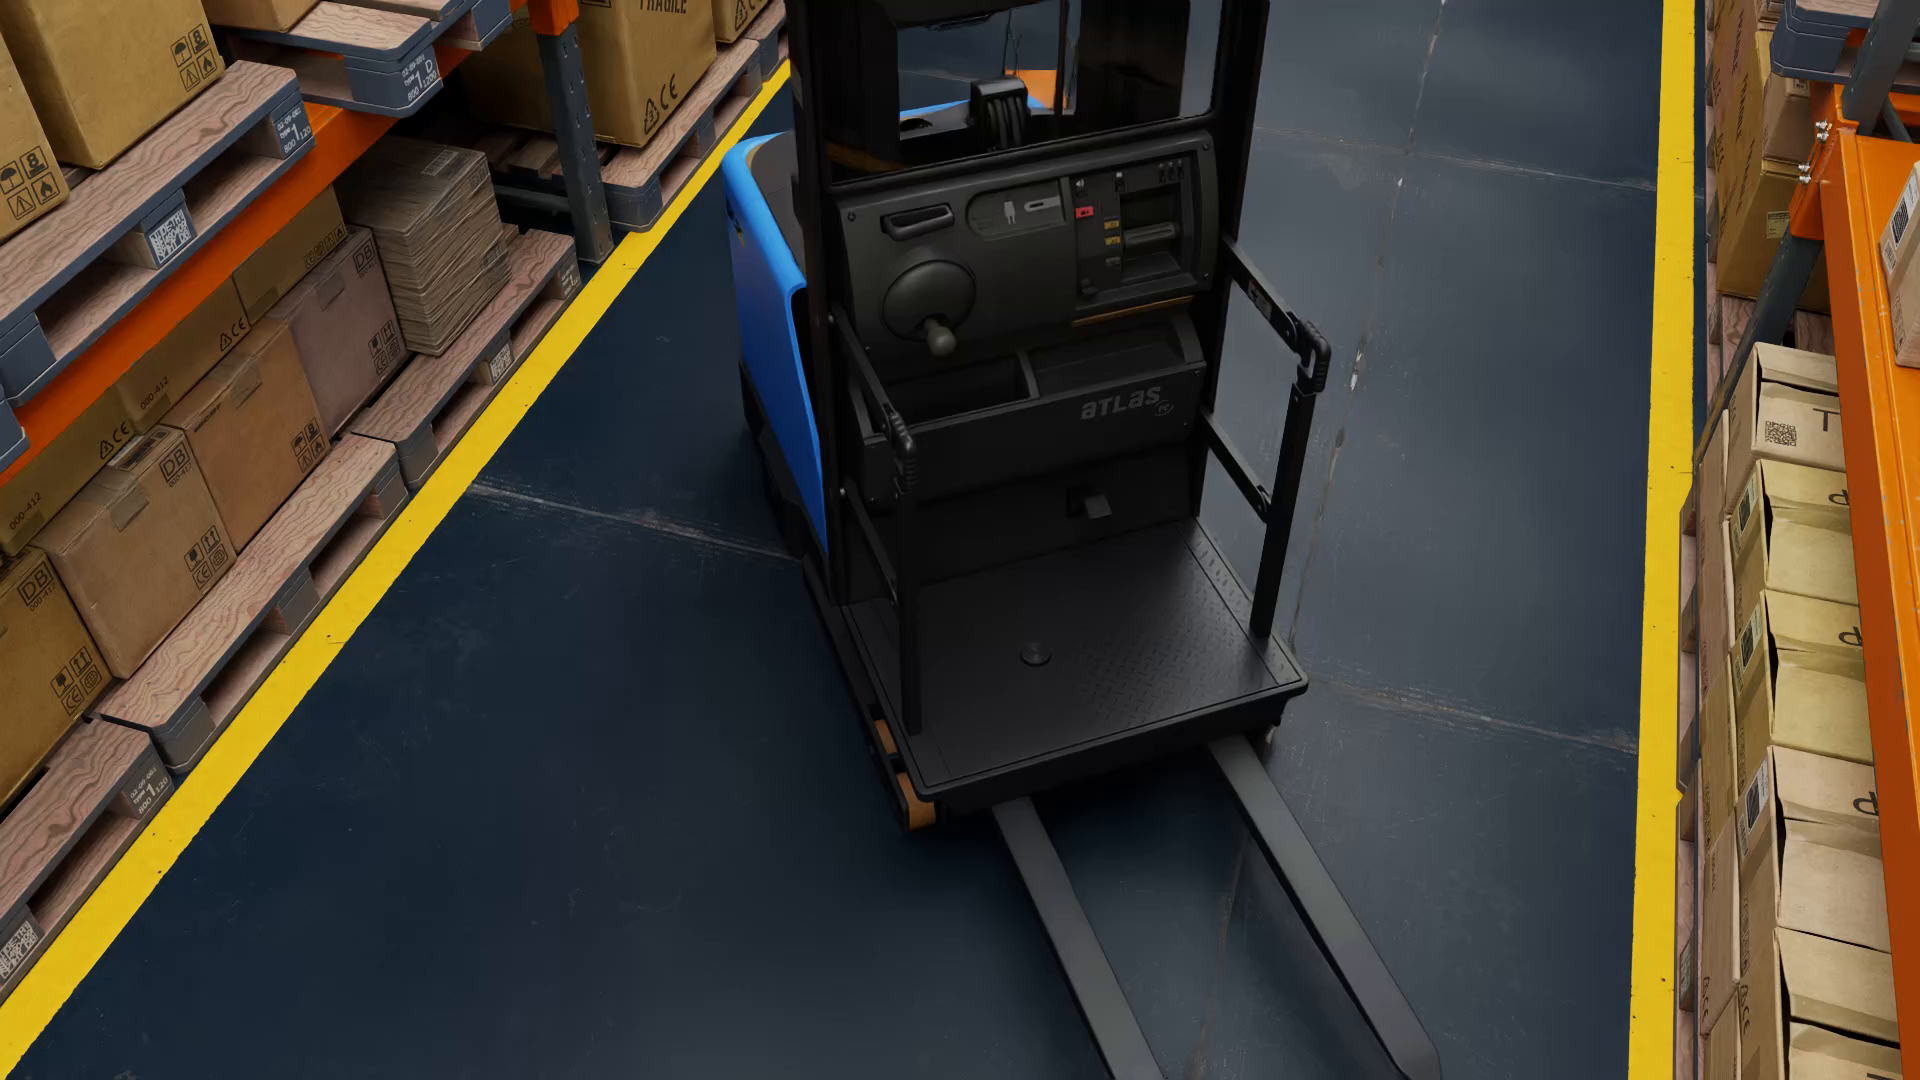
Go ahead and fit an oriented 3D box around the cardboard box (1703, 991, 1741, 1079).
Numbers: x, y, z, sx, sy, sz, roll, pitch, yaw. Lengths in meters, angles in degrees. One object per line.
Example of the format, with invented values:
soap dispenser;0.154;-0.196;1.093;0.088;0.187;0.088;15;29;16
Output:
cardboard box;1.847;1.273;3.470;0.500;0.250;0.500;13;46;13

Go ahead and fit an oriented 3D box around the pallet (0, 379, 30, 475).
pallet;-2.664;0.000;3.243;1.003;0.211;1.213;13;46;13

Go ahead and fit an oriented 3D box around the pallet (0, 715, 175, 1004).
pallet;-2.799;0.887;4.192;1.003;0.211;1.213;13;46;13

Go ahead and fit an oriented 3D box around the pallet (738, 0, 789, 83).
pallet;-1.141;-2.580;7.735;1.003;0.211;1.213;13;46;13

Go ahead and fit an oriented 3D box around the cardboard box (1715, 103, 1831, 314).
cardboard box;2.959;-1.147;5.750;0.500;0.500;0.500;14;46;14

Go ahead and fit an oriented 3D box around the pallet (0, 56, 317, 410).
pallet;-2.383;-0.860;4.121;1.003;0.211;1.213;13;46;13

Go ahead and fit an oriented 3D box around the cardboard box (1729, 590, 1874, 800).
cardboard box;2.154;0.401;3.960;0.500;0.311;0.500;11;46;11

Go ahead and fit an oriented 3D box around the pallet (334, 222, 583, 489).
pallet;-2.060;-0.739;5.854;1.003;0.211;1.213;13;46;13

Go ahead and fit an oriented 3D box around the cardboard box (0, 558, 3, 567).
cardboard box;-2.697;0.090;3.950;0.500;0.250;0.500;12;46;12

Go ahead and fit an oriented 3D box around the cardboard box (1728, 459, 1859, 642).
cardboard box;2.310;0.061;4.307;0.500;0.311;0.500;11;46;12

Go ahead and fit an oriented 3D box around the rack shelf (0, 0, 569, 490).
rack shelf;-2.428;-0.666;4.300;1.077;0.370;4.000;13;46;13

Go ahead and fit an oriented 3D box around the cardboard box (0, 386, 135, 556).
cardboard box;-2.543;-0.258;4.306;0.500;0.250;0.500;11;46;11

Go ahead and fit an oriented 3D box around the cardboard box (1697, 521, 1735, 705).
cardboard box;2.310;0.245;4.521;0.500;0.250;0.500;11;46;11

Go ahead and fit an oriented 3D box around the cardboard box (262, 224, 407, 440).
cardboard box;-2.258;-0.711;5.304;0.700;0.500;0.500;12;46;12

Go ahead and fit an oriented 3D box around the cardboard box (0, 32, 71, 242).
cardboard box;-2.501;-0.932;3.671;0.700;0.500;0.500;19;47;18

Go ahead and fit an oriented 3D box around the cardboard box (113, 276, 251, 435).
cardboard box;-2.374;-0.587;4.641;0.500;0.250;0.500;12;46;12

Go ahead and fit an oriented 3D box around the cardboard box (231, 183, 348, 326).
cardboard box;-2.223;-0.931;4.993;0.500;0.250;0.500;13;46;13

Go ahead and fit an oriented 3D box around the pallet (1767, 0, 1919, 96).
pallet;3.038;-1.608;4.886;1.213;0.211;1.003;13;46;13

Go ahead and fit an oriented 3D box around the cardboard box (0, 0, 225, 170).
cardboard box;-2.311;-1.299;4.047;0.700;0.500;0.500;13;46;13

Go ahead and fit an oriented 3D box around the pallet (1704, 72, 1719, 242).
pallet;3.533;-1.513;6.646;1.003;0.211;1.213;13;46;13

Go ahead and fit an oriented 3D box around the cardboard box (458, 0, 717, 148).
cardboard box;-1.475;-2.101;6.489;0.750;0.750;0.750;12;46;12

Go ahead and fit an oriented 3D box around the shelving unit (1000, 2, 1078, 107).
shelving unit;0.204;-1.198;5.606;0.189;1.200;0.258;0;44;-8

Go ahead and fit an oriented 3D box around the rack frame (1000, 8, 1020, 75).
rack frame;0.113;-1.199;5.594;0.006;1.200;0.240;0;44;-8

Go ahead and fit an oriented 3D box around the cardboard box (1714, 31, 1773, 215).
cardboard box;3.116;-1.492;6.102;0.500;0.500;0.500;11;45;11

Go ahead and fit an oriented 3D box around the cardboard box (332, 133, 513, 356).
cardboard box;-1.991;-1.029;5.630;0.700;0.500;0.500;13;46;13

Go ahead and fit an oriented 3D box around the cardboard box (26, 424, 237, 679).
cardboard box;-2.525;-0.035;4.614;0.700;0.500;0.500;13;46;13

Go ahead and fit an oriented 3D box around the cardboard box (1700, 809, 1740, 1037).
cardboard box;2.003;0.935;3.816;0.500;0.250;0.500;13;46;13

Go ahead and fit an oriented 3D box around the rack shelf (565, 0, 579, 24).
rack shelf;-1.217;-3.332;7.025;1.077;0.370;4.000;13;46;13

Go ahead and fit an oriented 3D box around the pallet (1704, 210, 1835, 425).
pallet;3.162;-0.703;5.817;1.003;0.211;1.213;13;46;13

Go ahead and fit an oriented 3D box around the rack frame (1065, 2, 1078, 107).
rack frame;0.295;-1.198;5.618;0.006;1.200;0.240;0;44;-8

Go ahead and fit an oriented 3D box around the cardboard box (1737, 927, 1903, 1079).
cardboard box;1.843;1.078;3.269;0.500;0.311;0.500;12;46;12

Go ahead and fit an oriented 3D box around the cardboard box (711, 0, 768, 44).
cardboard box;-1.203;-2.683;7.084;0.750;0.750;0.750;12;46;12

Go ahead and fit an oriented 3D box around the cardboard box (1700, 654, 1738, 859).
cardboard box;2.158;0.593;4.165;0.500;0.250;0.500;11;46;11

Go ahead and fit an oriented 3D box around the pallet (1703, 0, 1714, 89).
pallet;3.901;-2.329;7.479;1.003;0.211;1.213;13;46;13

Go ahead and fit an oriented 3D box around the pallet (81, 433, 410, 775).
pallet;-2.432;0.071;5.026;1.003;0.211;1.213;13;46;13

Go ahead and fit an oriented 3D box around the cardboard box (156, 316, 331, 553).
cardboard box;-2.381;-0.373;4.960;0.700;0.500;0.500;12;46;12

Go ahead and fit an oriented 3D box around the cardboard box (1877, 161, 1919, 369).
cardboard box;2.444;-0.623;3.805;0.500;0.311;0.500;12;46;12

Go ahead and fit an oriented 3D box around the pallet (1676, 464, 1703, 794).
pallet;2.613;0.327;4.764;1.003;0.211;1.213;13;46;13

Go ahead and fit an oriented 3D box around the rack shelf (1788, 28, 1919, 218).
rack shelf;3.505;-2.286;5.955;1.077;0.370;4.000;13;46;13

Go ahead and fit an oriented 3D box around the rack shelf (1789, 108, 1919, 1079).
rack shelf;2.294;0.381;3.231;1.077;0.370;4.000;13;46;13

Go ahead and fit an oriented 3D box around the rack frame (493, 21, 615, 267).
rack frame;-1.822;-2.256;5.411;1.000;3.000;0.127;13;46;13

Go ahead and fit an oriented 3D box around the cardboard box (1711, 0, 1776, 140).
cardboard box;3.269;-1.843;6.461;0.500;0.500;0.500;11;45;11

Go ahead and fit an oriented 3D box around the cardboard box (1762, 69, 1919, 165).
cardboard box;2.972;-1.453;5.527;0.500;0.250;0.500;14;46;14

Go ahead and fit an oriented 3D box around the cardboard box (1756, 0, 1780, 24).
cardboard box;3.278;-2.136;6.225;0.500;0.250;0.500;12;46;12

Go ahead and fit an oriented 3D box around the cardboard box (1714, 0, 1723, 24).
cardboard box;3.581;-2.511;7.144;0.500;0.500;0.500;13;46;13

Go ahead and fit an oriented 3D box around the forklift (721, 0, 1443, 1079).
forklift;0.252;-0.603;3.770;1.130;2.935;3.031;-14;46;-14

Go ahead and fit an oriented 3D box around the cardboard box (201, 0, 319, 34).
cardboard box;-2.099;-1.756;4.513;0.700;0.500;0.500;9;45;9

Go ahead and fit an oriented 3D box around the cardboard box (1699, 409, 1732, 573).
cardboard box;2.461;-0.090;4.863;0.500;0.250;0.500;12;46;12

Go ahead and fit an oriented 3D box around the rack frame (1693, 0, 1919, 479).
rack frame;2.900;-1.210;4.342;1.000;3.000;0.127;13;46;13

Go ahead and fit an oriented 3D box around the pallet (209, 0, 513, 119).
pallet;-1.937;-1.690;4.970;1.213;0.211;1.003;13;46;13

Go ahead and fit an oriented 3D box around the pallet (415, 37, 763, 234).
pallet;-1.512;-1.769;6.907;1.003;0.211;1.213;13;46;13

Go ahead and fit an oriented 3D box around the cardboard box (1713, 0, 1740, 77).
cardboard box;3.423;-2.180;6.805;0.500;0.500;0.500;13;46;13

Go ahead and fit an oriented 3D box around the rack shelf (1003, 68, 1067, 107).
rack shelf;0.234;-1.425;5.389;0.180;0.103;0.258;0;44;-8

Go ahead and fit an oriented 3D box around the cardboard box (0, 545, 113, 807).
cardboard box;-2.718;0.297;4.275;0.700;0.500;0.500;12;46;12

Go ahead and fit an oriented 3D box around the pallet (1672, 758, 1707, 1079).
pallet;2.242;1.138;3.936;1.003;0.211;1.213;13;46;13

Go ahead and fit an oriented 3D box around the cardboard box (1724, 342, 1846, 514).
cardboard box;2.461;-0.291;4.667;0.500;0.311;0.500;14;46;14

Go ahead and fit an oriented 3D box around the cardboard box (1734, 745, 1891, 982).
cardboard box;1.999;0.744;3.610;0.500;0.311;0.500;12;46;12
